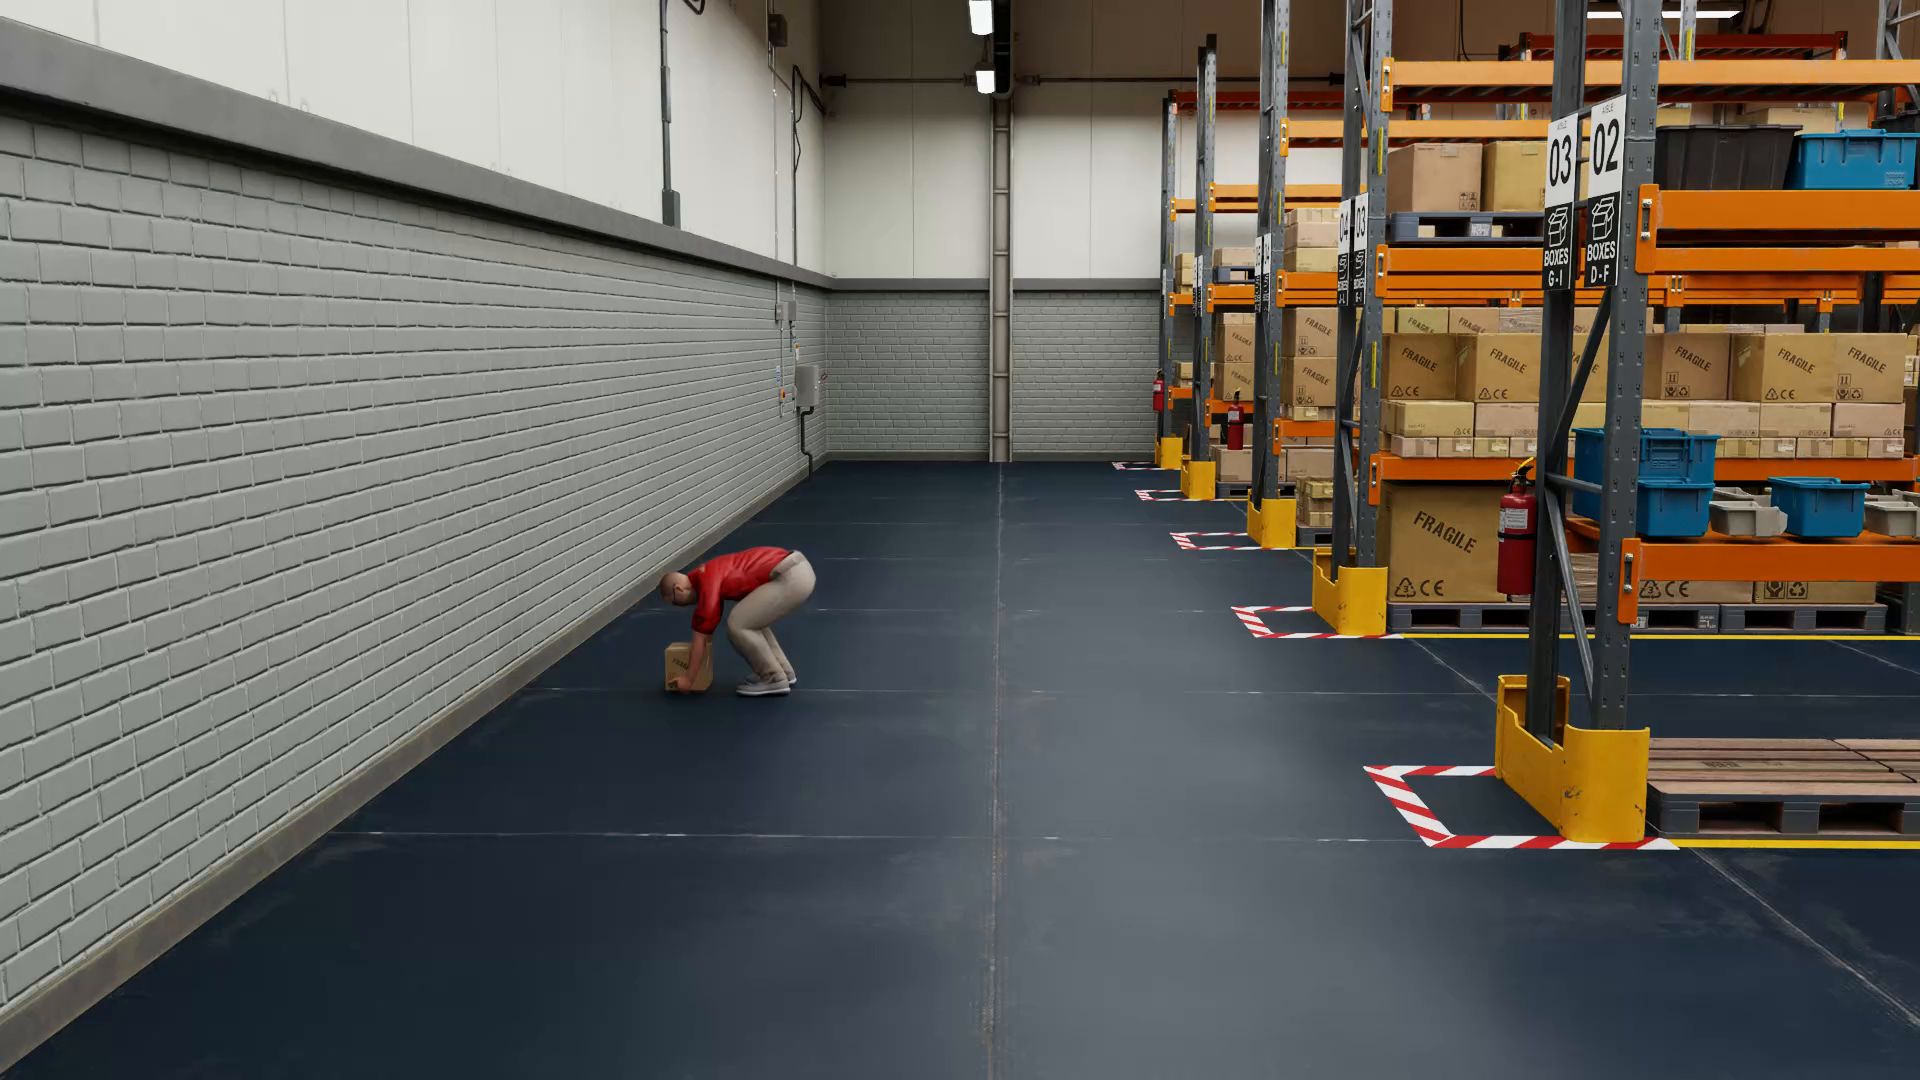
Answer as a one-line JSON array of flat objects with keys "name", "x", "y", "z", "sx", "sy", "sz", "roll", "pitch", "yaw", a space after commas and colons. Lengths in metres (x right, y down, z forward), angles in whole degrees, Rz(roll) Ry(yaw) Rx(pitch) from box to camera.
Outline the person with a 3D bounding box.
[{"name": "person", "x": -1.403, "y": 0.492, "z": 10.271, "sx": 0.894, "sy": 0.894, "sz": 0.539, "roll": 0, "pitch": 7, "yaw": -1}]
